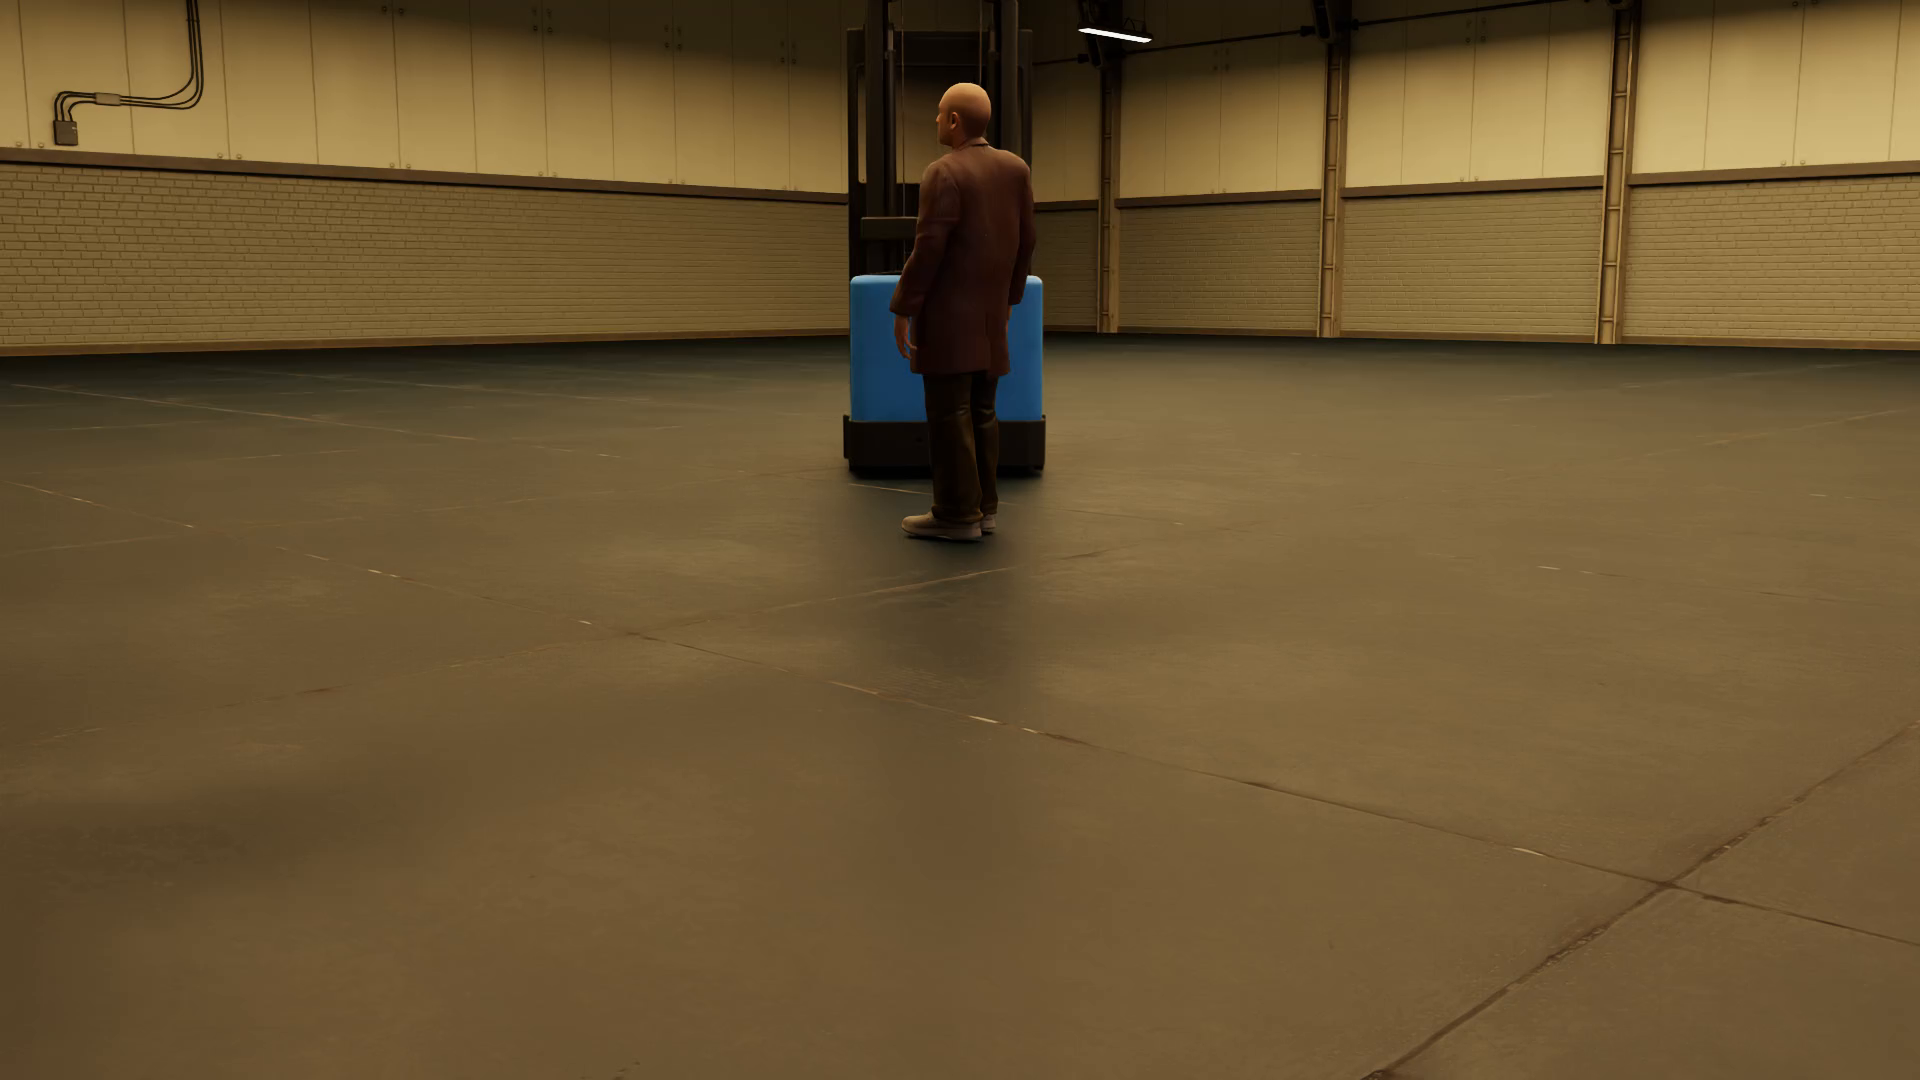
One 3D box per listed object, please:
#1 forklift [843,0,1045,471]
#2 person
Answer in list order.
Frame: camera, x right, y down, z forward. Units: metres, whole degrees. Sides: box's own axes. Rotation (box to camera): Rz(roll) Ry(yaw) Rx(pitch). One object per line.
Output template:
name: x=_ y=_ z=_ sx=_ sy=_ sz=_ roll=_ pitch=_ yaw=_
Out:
forklift: x=-0.129 y=-1.992 z=10.104 sx=1.130 sy=2.935 sz=3.031 roll=0 pitch=9 yaw=-2
person: x=-0.062 y=-0.896 z=6.650 sx=0.582 sy=1.776 sz=0.696 roll=8 pitch=12 yaw=43
